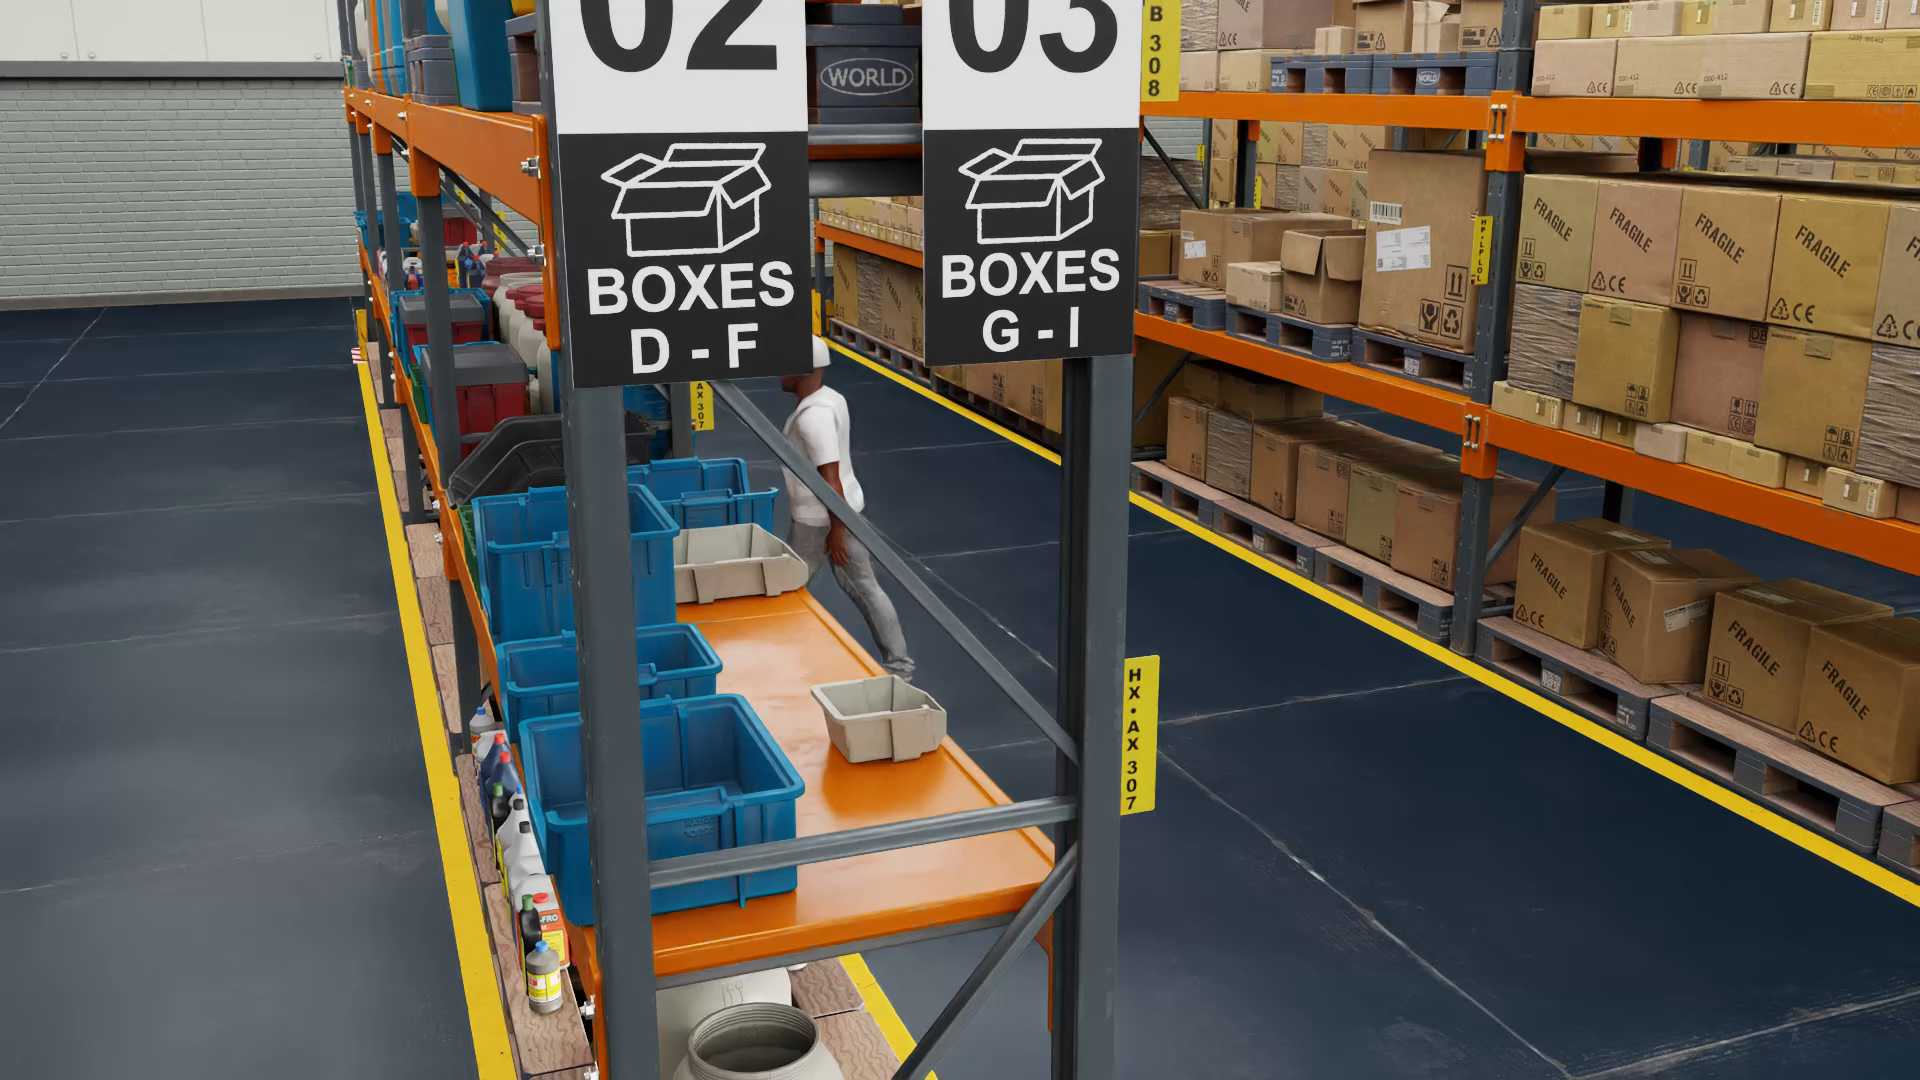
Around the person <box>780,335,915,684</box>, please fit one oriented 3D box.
[{"bbox_3d":[-0.709,-0.135,7.943,1.002,1.702,0.601,3,16,12],"label":"person"}]
